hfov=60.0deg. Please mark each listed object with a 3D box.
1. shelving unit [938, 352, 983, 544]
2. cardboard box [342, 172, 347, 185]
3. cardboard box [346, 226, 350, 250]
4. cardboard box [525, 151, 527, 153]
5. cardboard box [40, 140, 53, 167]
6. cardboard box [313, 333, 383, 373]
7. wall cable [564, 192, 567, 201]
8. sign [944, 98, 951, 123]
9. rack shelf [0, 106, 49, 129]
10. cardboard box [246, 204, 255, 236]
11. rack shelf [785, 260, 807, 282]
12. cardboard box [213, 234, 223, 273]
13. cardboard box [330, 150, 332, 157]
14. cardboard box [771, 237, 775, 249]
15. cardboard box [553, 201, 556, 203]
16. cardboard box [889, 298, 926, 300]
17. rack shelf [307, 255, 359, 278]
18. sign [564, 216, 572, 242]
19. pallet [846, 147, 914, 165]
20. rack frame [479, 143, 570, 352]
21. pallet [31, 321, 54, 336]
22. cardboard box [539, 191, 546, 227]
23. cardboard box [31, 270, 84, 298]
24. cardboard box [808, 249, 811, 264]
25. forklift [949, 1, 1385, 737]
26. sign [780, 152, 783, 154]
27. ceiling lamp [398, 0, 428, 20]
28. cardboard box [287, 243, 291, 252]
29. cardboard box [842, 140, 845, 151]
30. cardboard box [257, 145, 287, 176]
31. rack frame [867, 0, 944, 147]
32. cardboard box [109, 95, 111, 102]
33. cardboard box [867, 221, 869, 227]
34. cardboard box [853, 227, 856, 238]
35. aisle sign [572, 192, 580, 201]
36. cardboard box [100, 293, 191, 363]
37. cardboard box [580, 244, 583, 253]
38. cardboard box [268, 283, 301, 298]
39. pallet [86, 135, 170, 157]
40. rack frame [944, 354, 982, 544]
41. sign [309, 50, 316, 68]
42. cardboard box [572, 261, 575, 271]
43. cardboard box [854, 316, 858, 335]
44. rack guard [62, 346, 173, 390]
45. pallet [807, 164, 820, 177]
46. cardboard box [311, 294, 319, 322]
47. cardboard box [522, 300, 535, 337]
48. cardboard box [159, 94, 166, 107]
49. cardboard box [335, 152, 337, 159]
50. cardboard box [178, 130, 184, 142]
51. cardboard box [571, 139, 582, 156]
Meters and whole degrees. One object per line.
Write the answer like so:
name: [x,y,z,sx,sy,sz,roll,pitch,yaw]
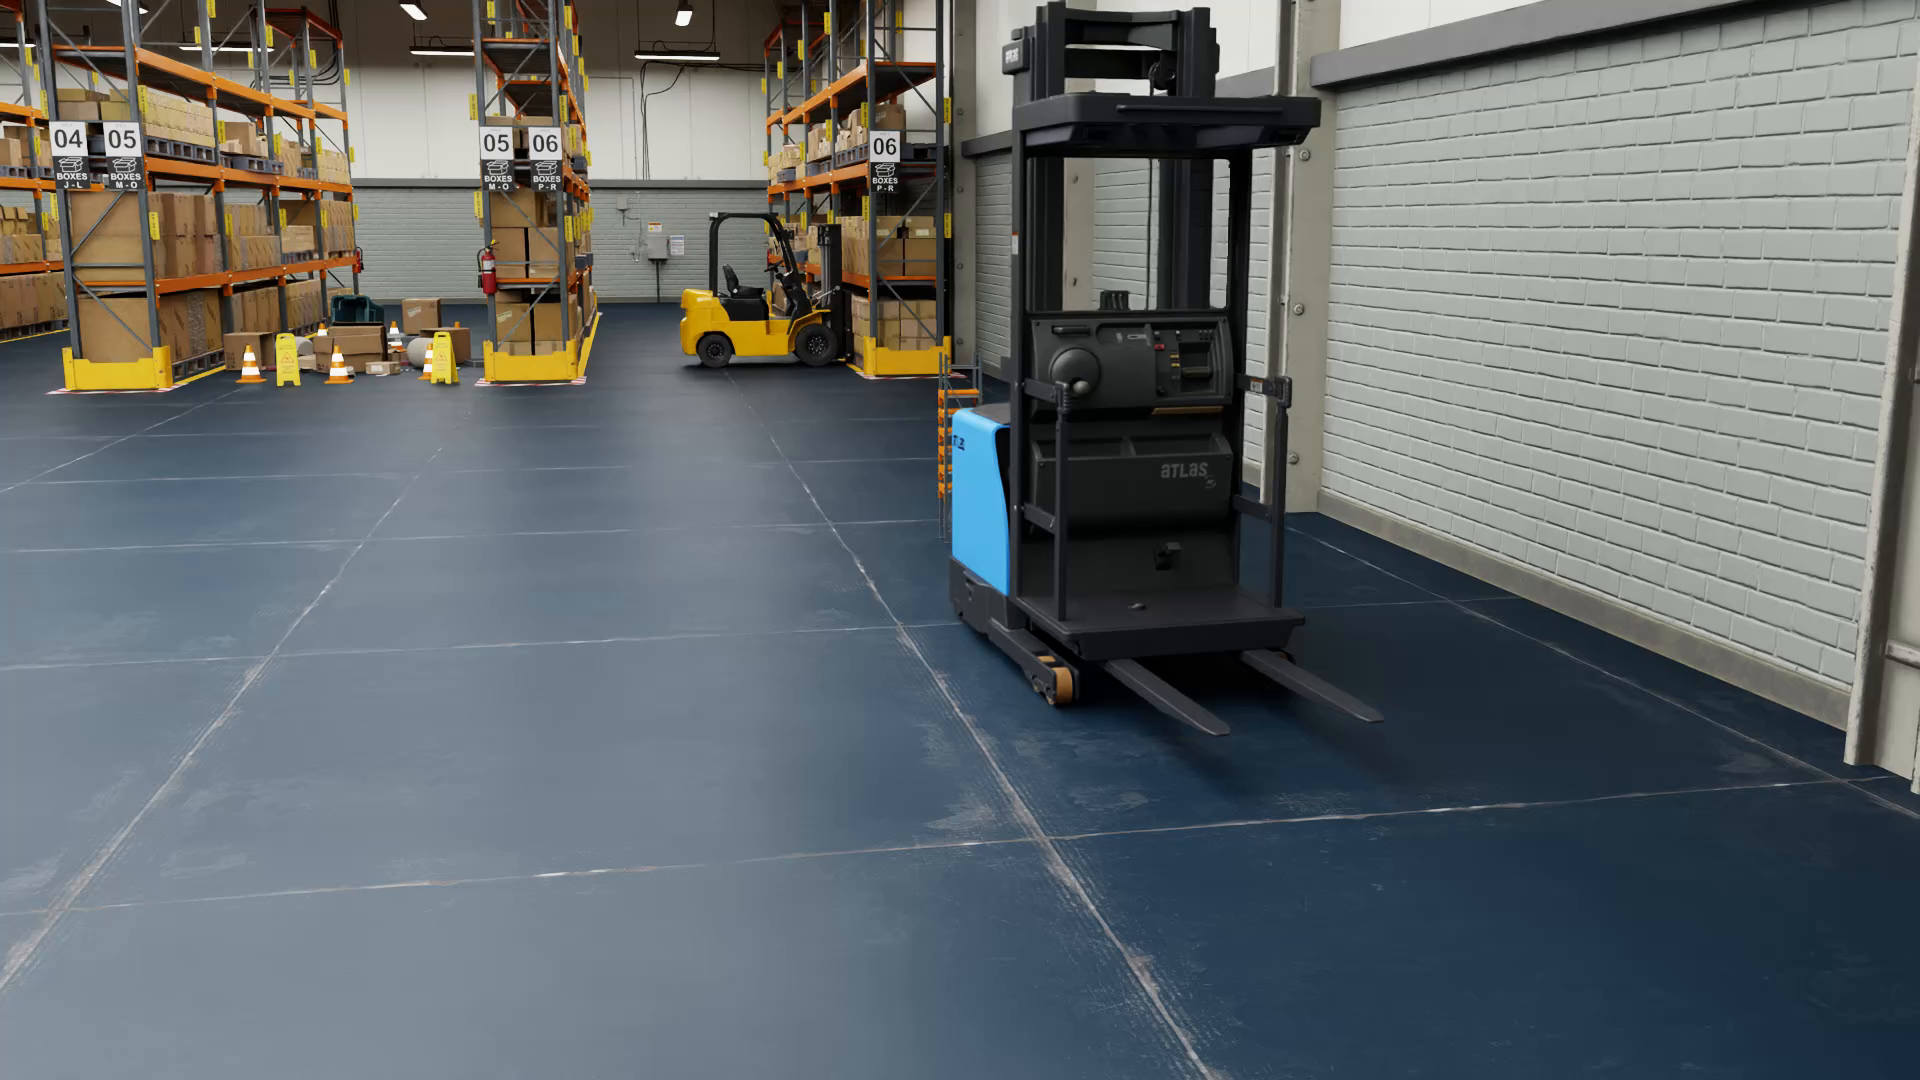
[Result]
shelving unit: [0.003,-0.587,10.570,0.258,1.200,0.189,-2,11,-11]
cardboard box: [-13.078,-7.534,34.638,0.500,0.250,0.500,-2,11,-11]
cardboard box: [-13.098,-6.329,34.864,0.500,0.500,0.500,-2,11,-12]
cardboard box: [-6.151,-5.383,22.540,0.500,0.250,0.500,-2,11,-9]
cardboard box: [-17.951,-7.424,32.001,0.700,0.500,0.500,-2,11,-8]
cardboard box: [-8.410,-2.569,22.851,0.637,0.503,0.797,9,14,38]
wall cable: [-9.816,-8.048,42.157,0.585,1.953,0.123,-2,11,-11]
sign: [-0.171,-5.708,22.091,0.100,0.325,0.005,-2,11,-11]
rack shelf: [-18.028,-8.170,32.549,1.077,0.370,4.000,-2,11,-11]
cardboard box: [-11.697,-5.105,26.556,0.700,0.500,0.500,-2,11,-12]
rack shelf: [-2.662,-5.228,32.064,1.077,0.370,4.000,-2,11,-11]
cardboard box: [-11.115,-4.107,23.852,0.875,0.550,0.550,-2,11,-11]
cardboard box: [-12.846,-7.762,33.430,0.380,0.149,0.250,-2,11,-13]
cardboard box: [-3.906,-6.568,36.790,0.500,0.250,0.500,-2,11,-10]
cardboard box: [-8.236,-6.723,33.319,0.380,0.149,0.250,-2,11,-10]
cardboard box: [-0.725,-3.280,23.465,0.500,0.250,0.500,-2,11,-11]
rack shelf: [-13.144,-5.581,33.923,1.077,0.370,4.000,-2,11,-11]
sign: [-5.053,-4.011,21.431,0.100,0.325,0.005,-2,11,-11]
pallet: [-1.069,-5.532,23.952,1.003,0.211,1.213,-2,11,-11]
rack frame: [-5.585,-3.566,21.408,1.000,3.000,0.127,-2,11,-11]
pallet: [-17.415,-3.898,30.610,1.003,0.211,1.213,-2,11,-11]
cardboard box: [-6.150,-4.617,23.196,0.700,0.500,0.500,-2,11,-11]
cardboard box: [-17.864,-4.858,32.756,0.875,0.875,0.875,-2,11,-11]
cardboard box: [-2.426,-5.050,29.609,0.500,0.250,0.500,-2,11,-11]
forklift: [0.826,-0.821,7.169,1.130,2.935,3.031,-3,11,-15]
sign: [-3.581,-7.654,33.484,0.100,0.325,0.005,-2,11,-11]
ceiling lamp: [-9.899,-11.349,30.643,0.800,3.185,2.000,-2,11,-11]
cardboard box: [-12.025,-5.155,29.306,0.380,0.149,0.250,-2,11,-8]
cardboard box: [-1.556,-5.852,24.678,0.380,0.149,0.250,-2,11,-9]
cardboard box: [-11.827,-6.472,28.385,0.500,0.500,0.500,-2,11,-11]
rack frame: [-0.717,-6.694,21.799,1.000,3.000,0.127,-2,11,-11]
cardboard box: [-11.015,-5.600,21.223,0.380,0.149,0.250,-2,11,-11]
cardboard box: [-1.071,-4.363,22.799,0.380,0.149,0.250,-2,11,-11]
cardboard box: [-1.332,-4.402,23.802,0.380,0.149,0.250,-2,11,-11]
aisle sign: [-8.407,-7.802,36.711,0.394,0.787,0.004,-2,11,-11]
cardboard box: [-10.790,-2.813,22.013,0.875,0.875,0.875,-2,11,-12]
cardboard box: [-6.522,-4.877,27.845,0.380,0.149,0.250,-2,11,-10]
cardboard box: [-11.972,-4.409,29.398,0.500,0.250,0.500,-2,11,-12]
pallet: [-10.575,-4.933,20.806,1.003,0.211,1.213,-2,11,-11]
rack frame: [0.021,-0.570,10.482,0.240,1.200,0.006,-2,11,-11]
sign: [-12.211,-9.073,31.377,0.100,0.325,0.005,-2,11,-11]
cardboard box: [-5.946,-4.083,24.796,0.380,0.149,0.250,-2,11,-10]
cardboard box: [-1.205,-3.018,23.426,0.500,0.250,0.500,-2,11,-12]
rack guard: [-10.416,-2.135,20.576,1.175,0.500,0.348,-2,11,-11]
pallet: [-2.053,-6.474,29.169,1.213,0.211,1.003,-2,11,-8]
cardboard box: [-12.264,-4.326,30.963,0.500,0.500,0.500,-2,11,-12]
cardboard box: [-6.101,-3.023,22.780,0.500,0.500,0.500,-2,11,-9]
cardboard box: [-10.320,-5.577,21.099,0.380,0.149,0.250,-2,11,-10]
cardboard box: [-13.029,-7.904,34.175,0.380,0.149,0.250,-2,11,-12]
cardboard box: [-10.468,-5.325,21.912,0.380,0.149,0.250,-2,11,-10]
cardboard box: [-6.083,-6.027,25.597,0.500,0.250,0.500,-2,11,-13]
